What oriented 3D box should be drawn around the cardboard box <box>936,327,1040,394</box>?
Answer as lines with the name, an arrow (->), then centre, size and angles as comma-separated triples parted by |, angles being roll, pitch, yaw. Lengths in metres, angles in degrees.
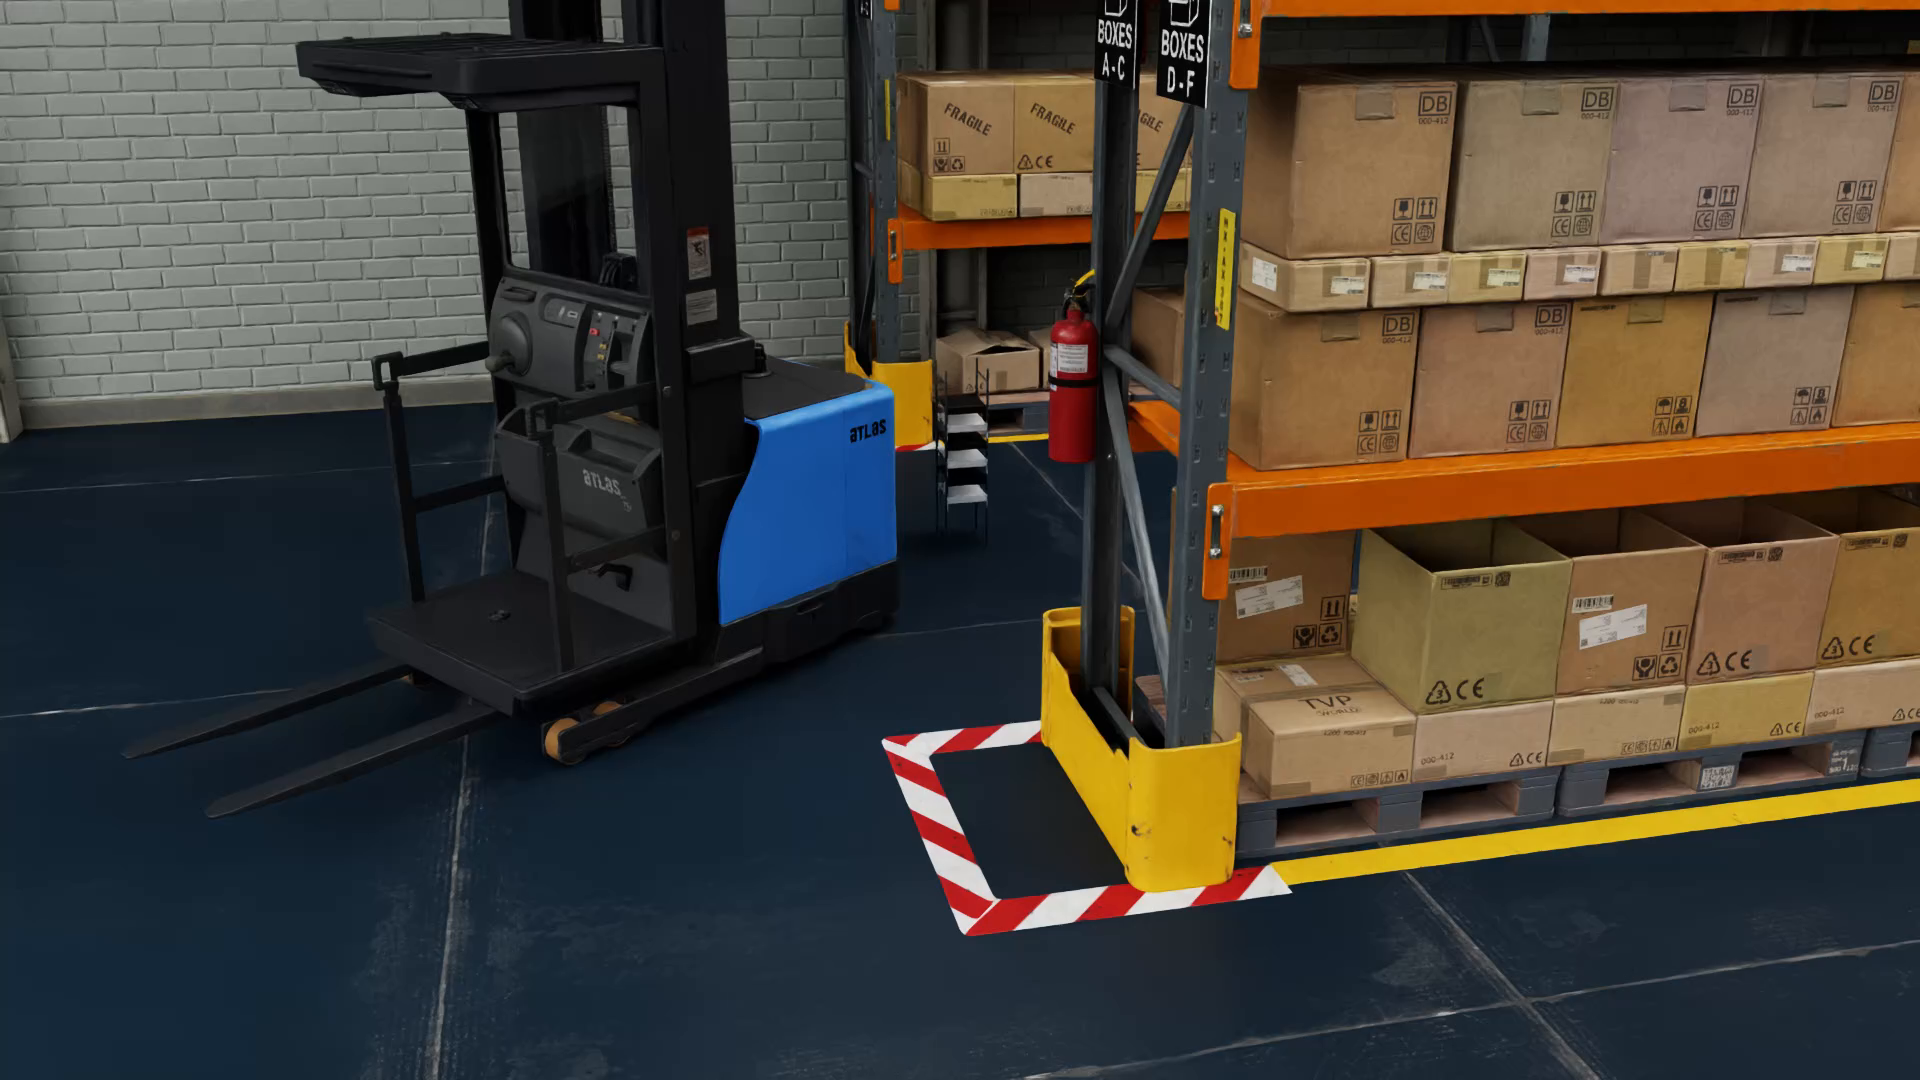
cardboard box -> 0.167, -1.125, 10.294 | 0.500, 0.311, 0.500 | -7, 21, -19

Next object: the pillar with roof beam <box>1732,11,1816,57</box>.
pillar with roof beam -> 6.785, -4.352, 7.112 | 0.400, 9.000, 9.100 | -5, 21, -12

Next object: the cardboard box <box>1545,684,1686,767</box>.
cardboard box -> 2.162, 0.547, 5.846 | 0.500, 0.250, 0.500 | -5, 21, -12

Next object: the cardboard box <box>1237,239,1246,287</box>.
cardboard box -> 0.945, -0.944, 5.442 | 0.250, 0.149, 0.380 | -5, 21, -13

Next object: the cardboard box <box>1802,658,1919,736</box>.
cardboard box -> 3.137, 0.470, 6.058 | 0.500, 0.250, 0.500 | -5, 21, -12

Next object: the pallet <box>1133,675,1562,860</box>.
pallet -> 1.352, 0.736, 5.997 | 1.213, 0.211, 1.003 | -5, 21, -12

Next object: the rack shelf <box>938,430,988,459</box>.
rack shelf -> 0.008, -0.476, 8.142 | 0.200, 0.077, 0.258 | -5, 21, -12

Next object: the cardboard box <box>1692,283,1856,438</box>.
cardboard box -> 2.580, -0.701, 5.723 | 0.500, 0.500, 0.700 | -4, 21, -11

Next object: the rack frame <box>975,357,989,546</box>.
rack frame -> 0.107, -0.431, 8.184 | 0.006, 0.900, 0.240 | -5, 21, -12

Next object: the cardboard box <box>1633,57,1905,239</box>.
cardboard box -> 2.614, -1.315, 5.511 | 0.500, 0.500, 0.700 | -5, 21, -12

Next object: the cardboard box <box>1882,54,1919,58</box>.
cardboard box -> 3.588, -1.393, 5.726 | 0.500, 0.500, 0.700 | -5, 21, -13

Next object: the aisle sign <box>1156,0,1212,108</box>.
aisle sign -> 0.624, -1.611, 4.573 | 0.004, 0.787, 0.394 | -5, 21, -12

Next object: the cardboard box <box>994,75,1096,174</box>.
cardboard box -> 0.490, -2.420, 9.659 | 0.500, 0.500, 0.500 | -5, 21, -12

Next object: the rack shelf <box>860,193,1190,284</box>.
rack shelf -> 1.420, -1.977, 10.396 | 4.000, 0.370, 1.077 | -5, 21, -12

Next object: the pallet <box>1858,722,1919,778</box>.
pallet -> 3.726, 0.543, 6.524 | 1.213, 0.211, 1.003 | -5, 21, -12

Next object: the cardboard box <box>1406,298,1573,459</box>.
cardboard box -> 1.584, -0.621, 5.504 | 0.500, 0.500, 0.700 | -4, 21, -11

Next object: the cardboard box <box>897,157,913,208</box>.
cardboard box -> -0.116, -2.197, 10.140 | 0.500, 0.250, 0.500 | -4, 21, -12

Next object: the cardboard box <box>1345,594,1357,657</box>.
cardboard box -> 1.555, 0.411, 6.219 | 0.500, 0.250, 0.500 | -5, 21, -12

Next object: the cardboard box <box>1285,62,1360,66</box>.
cardboard box -> 2.356, -2.757, 10.578 | 0.500, 0.500, 0.500 | -5, 21, -13

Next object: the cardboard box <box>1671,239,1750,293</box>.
cardboard box -> 2.301, -0.911, 5.353 | 0.250, 0.149, 0.380 | -5, 21, -13

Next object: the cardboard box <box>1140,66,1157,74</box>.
cardboard box -> 1.368, -2.674, 10.353 | 0.500, 0.500, 0.500 | -4, 21, -12

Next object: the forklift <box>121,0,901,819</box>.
forklift -> -1.615, -0.752, 6.106 | 1.130, 2.935, 3.031 | 17, 26, 39

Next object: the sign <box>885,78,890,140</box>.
sign -> -0.402, -2.381, 9.195 | 0.005, 0.325, 0.100 | -5, 21, -12

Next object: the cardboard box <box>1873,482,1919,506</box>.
cardboard box -> 3.619, 0.072, 6.053 | 0.500, 0.500, 0.500 | -5, 21, -12

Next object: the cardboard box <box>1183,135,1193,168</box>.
cardboard box -> 1.494, -2.504, 9.888 | 0.500, 0.500, 0.500 | -4, 20, -11

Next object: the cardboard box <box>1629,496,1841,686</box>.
cardboard box -> 2.650, 0.158, 5.820 | 0.500, 0.500, 0.500 | -5, 21, -12

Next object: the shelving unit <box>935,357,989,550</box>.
shelving unit -> 0.008, -0.423, 8.162 | 0.210, 0.900, 0.258 | -5, 21, -12

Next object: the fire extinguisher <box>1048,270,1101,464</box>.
fire extinguisher -> 0.395, -0.608, 5.726 | 0.183, 0.674, 0.296 | -5, 21, -12

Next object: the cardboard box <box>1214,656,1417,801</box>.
cardboard box -> 1.190, 0.628, 5.627 | 0.500, 0.250, 0.500 | -5, 21, -12

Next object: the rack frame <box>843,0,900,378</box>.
rack frame -> -0.527, -2.156, 9.840 | 0.127, 3.000, 1.000 | -5, 21, -12

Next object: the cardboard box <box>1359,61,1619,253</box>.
cardboard box -> 1.636, -1.235, 5.293 | 0.500, 0.500, 0.700 | -5, 21, -14

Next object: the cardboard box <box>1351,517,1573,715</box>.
cardboard box -> 1.676, 0.235, 5.608 | 0.500, 0.500, 0.500 | -5, 21, -12

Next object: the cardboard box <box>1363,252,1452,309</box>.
cardboard box -> 1.305, -0.831, 5.133 | 0.250, 0.149, 0.380 | -5, 21, -14

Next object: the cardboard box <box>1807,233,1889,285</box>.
cardboard box -> 2.800, -0.951, 5.462 | 0.250, 0.149, 0.380 | -4, 20, -11

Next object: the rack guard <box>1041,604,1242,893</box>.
rack guard -> 0.594, 0.677, 5.739 | 0.348, 0.500, 1.175 | -5, 21, -12

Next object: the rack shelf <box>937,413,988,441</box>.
rack shelf -> 0.008, -0.561, 8.111 | 0.200, 0.077, 0.258 | -5, 21, -12

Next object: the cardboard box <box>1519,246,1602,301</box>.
cardboard box -> 1.794, -0.869, 5.238 | 0.250, 0.149, 0.380 | -5, 21, -13

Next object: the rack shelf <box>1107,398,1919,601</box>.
rack shelf -> 2.563, -0.319, 5.870 | 4.000, 0.370, 1.077 | -5, 21, -12

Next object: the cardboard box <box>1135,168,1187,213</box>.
cardboard box -> 1.021, -2.112, 9.907 | 0.500, 0.250, 0.500 | -5, 21, -13

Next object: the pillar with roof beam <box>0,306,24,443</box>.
pillar with roof beam -> -4.893, -3.402, 4.519 | 0.400, 9.000, 9.100 | -5, 21, -12

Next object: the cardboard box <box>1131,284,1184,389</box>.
cardboard box -> 1.448, -1.300, 10.497 | 0.500, 0.500, 0.700 | -6, 21, -16

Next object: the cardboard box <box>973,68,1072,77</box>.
cardboard box -> 0.375, -2.592, 10.129 | 0.500, 0.500, 0.500 | -4, 21, -12

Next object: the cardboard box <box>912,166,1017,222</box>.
cardboard box -> 0.021, -2.027, 9.677 | 0.500, 0.250, 0.500 | -5, 21, -14

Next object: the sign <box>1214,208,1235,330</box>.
sign -> 0.739, -0.756, 4.643 | 0.005, 0.325, 0.100 | -5, 21, -12

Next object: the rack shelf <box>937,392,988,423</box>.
rack shelf -> 0.008, -0.645, 8.080 | 0.200, 0.077, 0.258 | -5, 21, -12
